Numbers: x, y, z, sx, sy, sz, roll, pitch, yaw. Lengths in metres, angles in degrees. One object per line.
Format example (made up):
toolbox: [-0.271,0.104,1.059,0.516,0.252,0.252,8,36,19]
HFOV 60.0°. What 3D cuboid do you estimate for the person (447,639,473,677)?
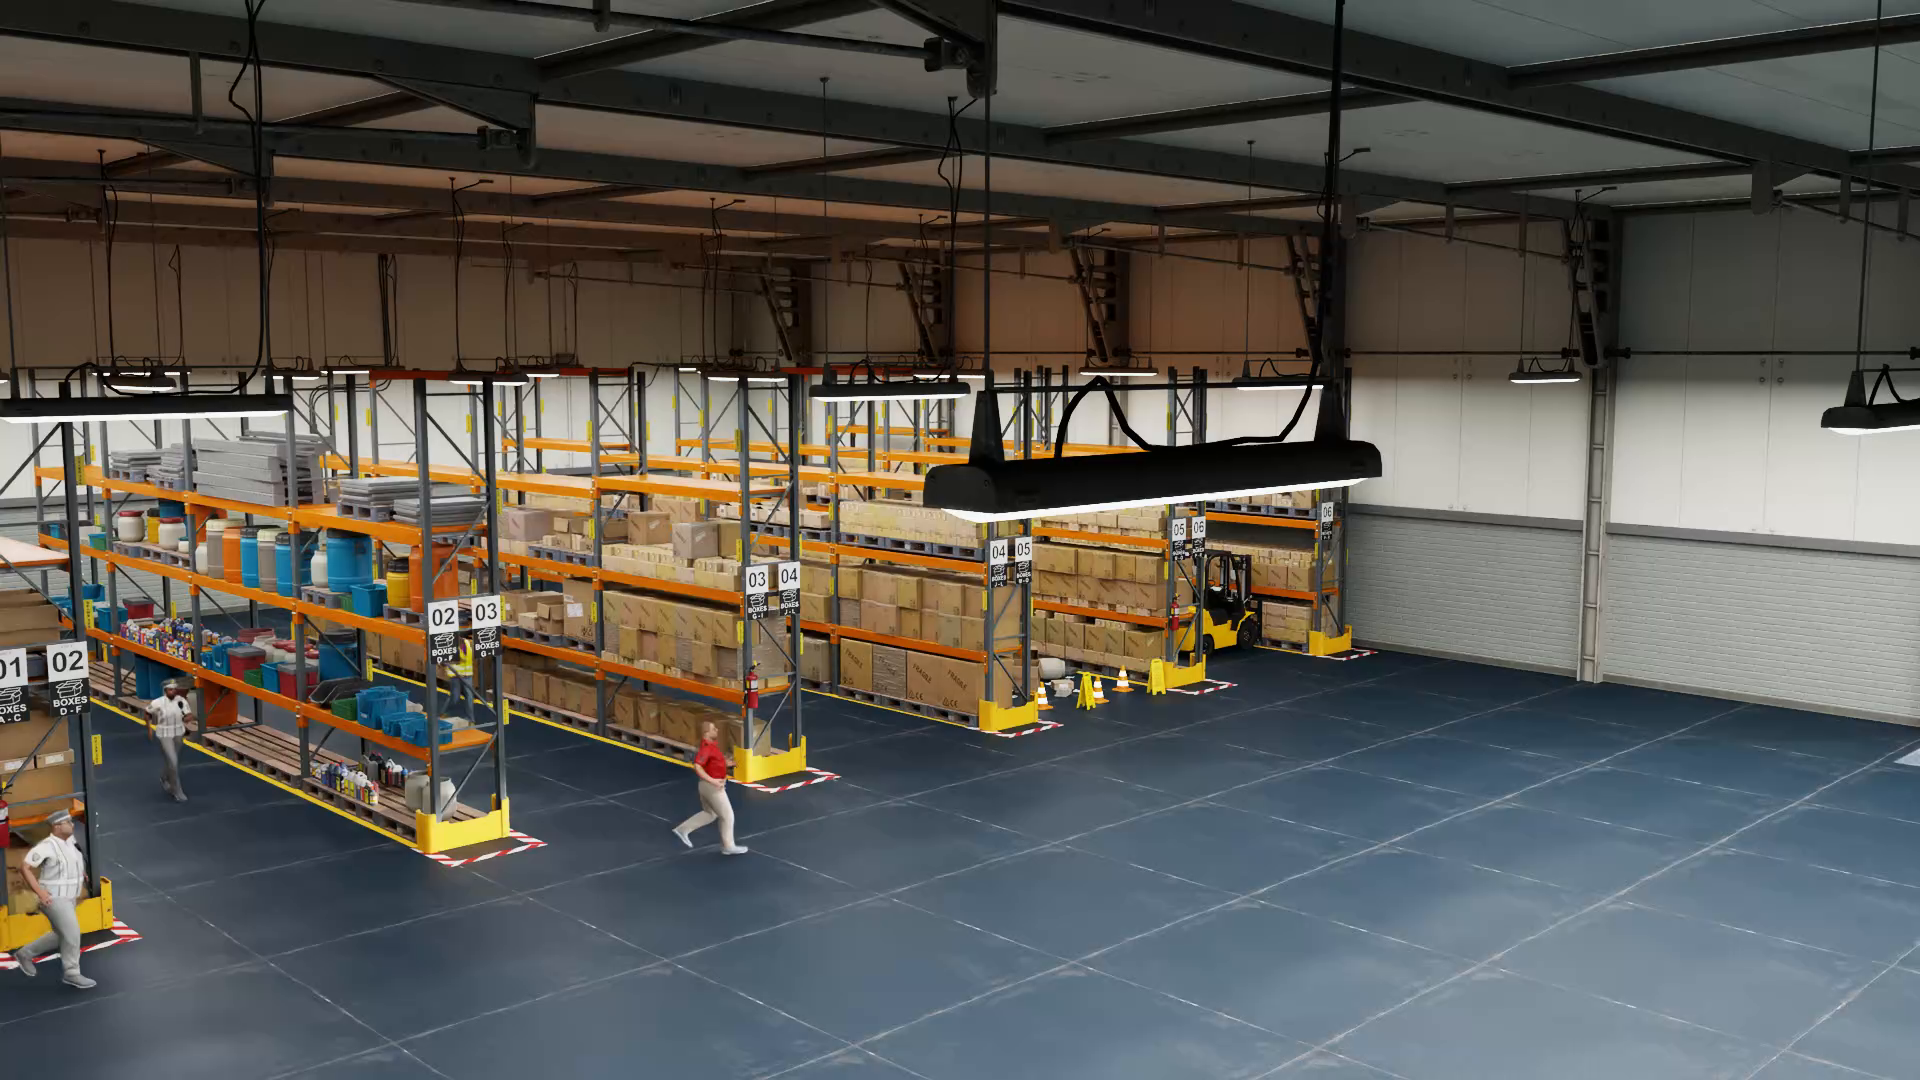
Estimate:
person: [-8.362,1.847,27.801,0.352,0.874,0.436,5,8,40]

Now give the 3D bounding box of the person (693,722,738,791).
person: [-3.078,2.686,20.885,0.582,0.824,0.675,-1,7,-13]

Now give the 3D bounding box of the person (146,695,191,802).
person: [-11.247,2.931,23.697,0.842,1.501,0.510,5,8,36]

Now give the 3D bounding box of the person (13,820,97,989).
person: [-9.091,3.611,16.782,0.860,1.699,0.706,0,6,0]
